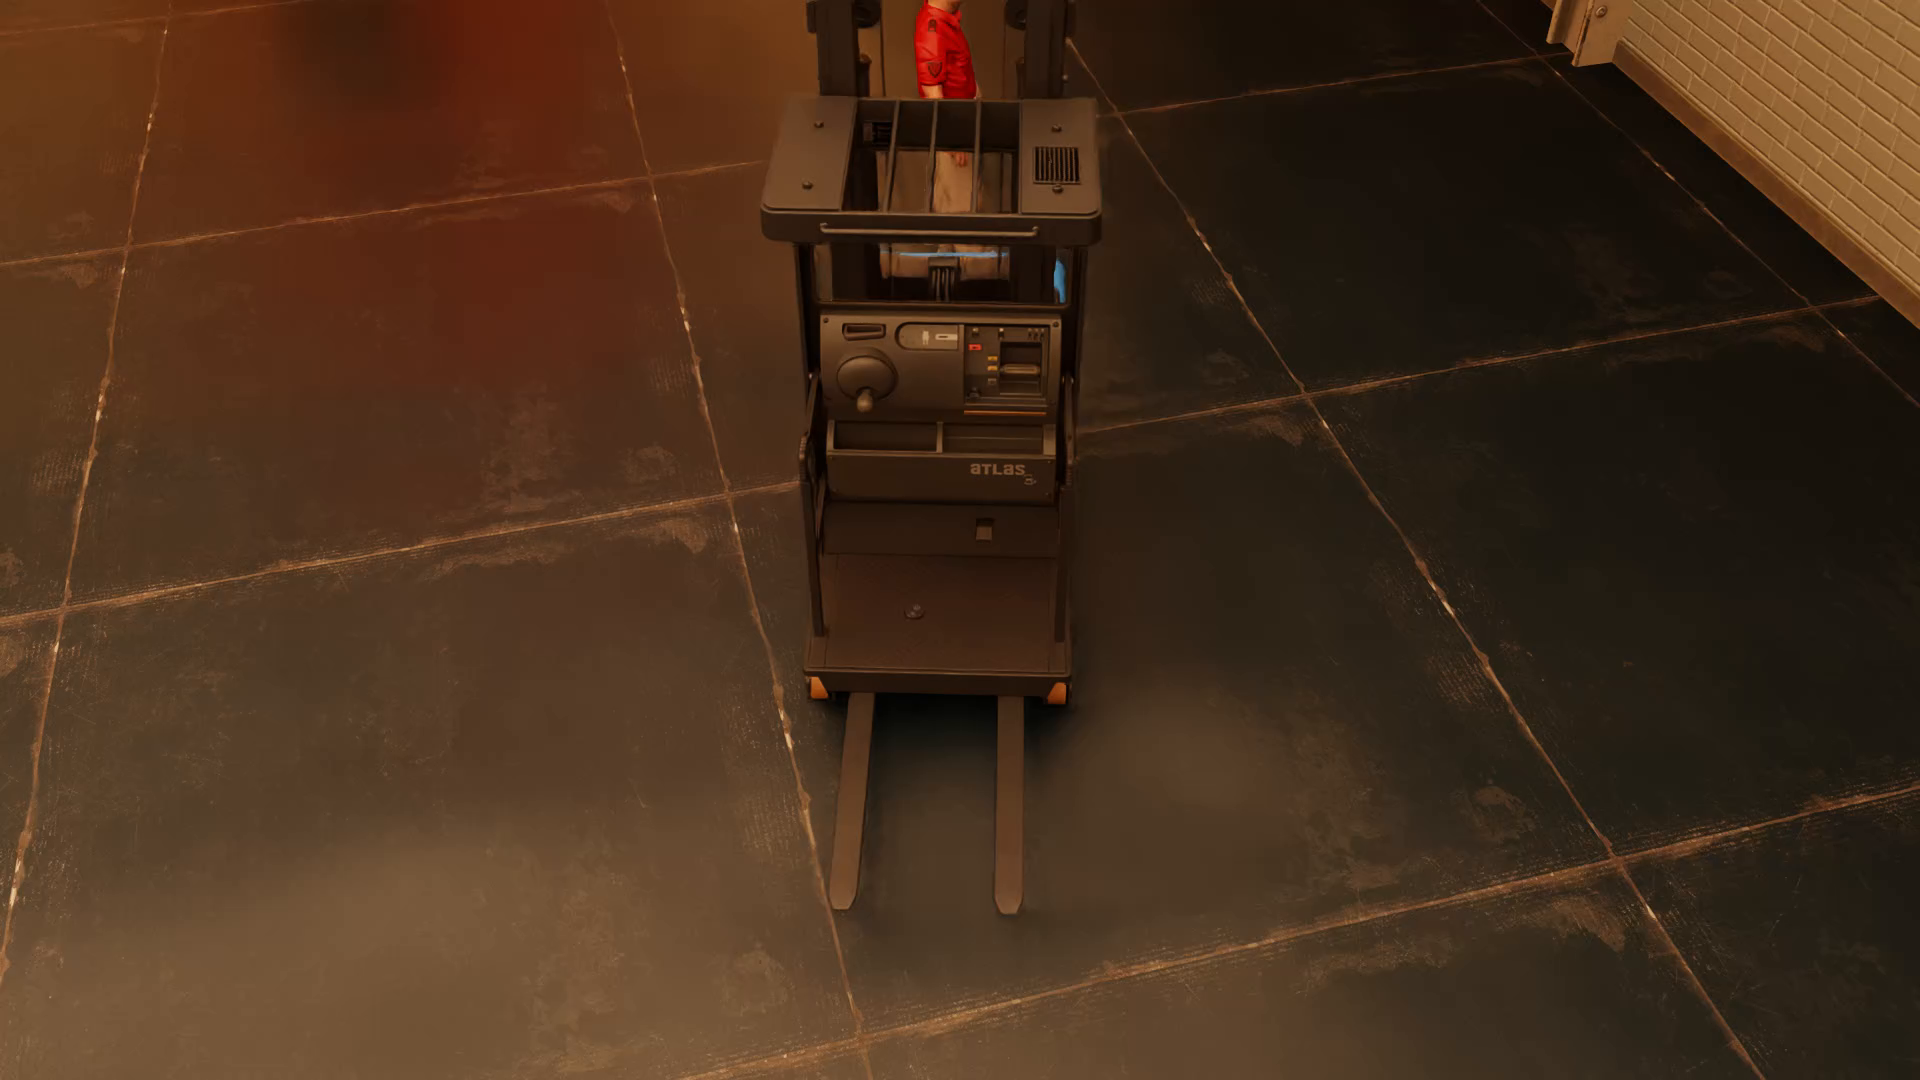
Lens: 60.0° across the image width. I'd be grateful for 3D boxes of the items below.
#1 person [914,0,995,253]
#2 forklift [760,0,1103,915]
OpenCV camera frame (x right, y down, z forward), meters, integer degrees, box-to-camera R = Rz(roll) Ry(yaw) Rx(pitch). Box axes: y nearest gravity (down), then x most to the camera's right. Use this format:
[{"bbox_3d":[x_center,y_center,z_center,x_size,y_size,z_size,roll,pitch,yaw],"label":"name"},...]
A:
[{"bbox_3d":[0.040,-2.226,8.866,0.552,1.727,0.638,-1,43,-1],"label":"person"},{"bbox_3d":[-0.079,-0.595,6.275,1.130,2.935,3.031,1,43,1],"label":"forklift"}]
